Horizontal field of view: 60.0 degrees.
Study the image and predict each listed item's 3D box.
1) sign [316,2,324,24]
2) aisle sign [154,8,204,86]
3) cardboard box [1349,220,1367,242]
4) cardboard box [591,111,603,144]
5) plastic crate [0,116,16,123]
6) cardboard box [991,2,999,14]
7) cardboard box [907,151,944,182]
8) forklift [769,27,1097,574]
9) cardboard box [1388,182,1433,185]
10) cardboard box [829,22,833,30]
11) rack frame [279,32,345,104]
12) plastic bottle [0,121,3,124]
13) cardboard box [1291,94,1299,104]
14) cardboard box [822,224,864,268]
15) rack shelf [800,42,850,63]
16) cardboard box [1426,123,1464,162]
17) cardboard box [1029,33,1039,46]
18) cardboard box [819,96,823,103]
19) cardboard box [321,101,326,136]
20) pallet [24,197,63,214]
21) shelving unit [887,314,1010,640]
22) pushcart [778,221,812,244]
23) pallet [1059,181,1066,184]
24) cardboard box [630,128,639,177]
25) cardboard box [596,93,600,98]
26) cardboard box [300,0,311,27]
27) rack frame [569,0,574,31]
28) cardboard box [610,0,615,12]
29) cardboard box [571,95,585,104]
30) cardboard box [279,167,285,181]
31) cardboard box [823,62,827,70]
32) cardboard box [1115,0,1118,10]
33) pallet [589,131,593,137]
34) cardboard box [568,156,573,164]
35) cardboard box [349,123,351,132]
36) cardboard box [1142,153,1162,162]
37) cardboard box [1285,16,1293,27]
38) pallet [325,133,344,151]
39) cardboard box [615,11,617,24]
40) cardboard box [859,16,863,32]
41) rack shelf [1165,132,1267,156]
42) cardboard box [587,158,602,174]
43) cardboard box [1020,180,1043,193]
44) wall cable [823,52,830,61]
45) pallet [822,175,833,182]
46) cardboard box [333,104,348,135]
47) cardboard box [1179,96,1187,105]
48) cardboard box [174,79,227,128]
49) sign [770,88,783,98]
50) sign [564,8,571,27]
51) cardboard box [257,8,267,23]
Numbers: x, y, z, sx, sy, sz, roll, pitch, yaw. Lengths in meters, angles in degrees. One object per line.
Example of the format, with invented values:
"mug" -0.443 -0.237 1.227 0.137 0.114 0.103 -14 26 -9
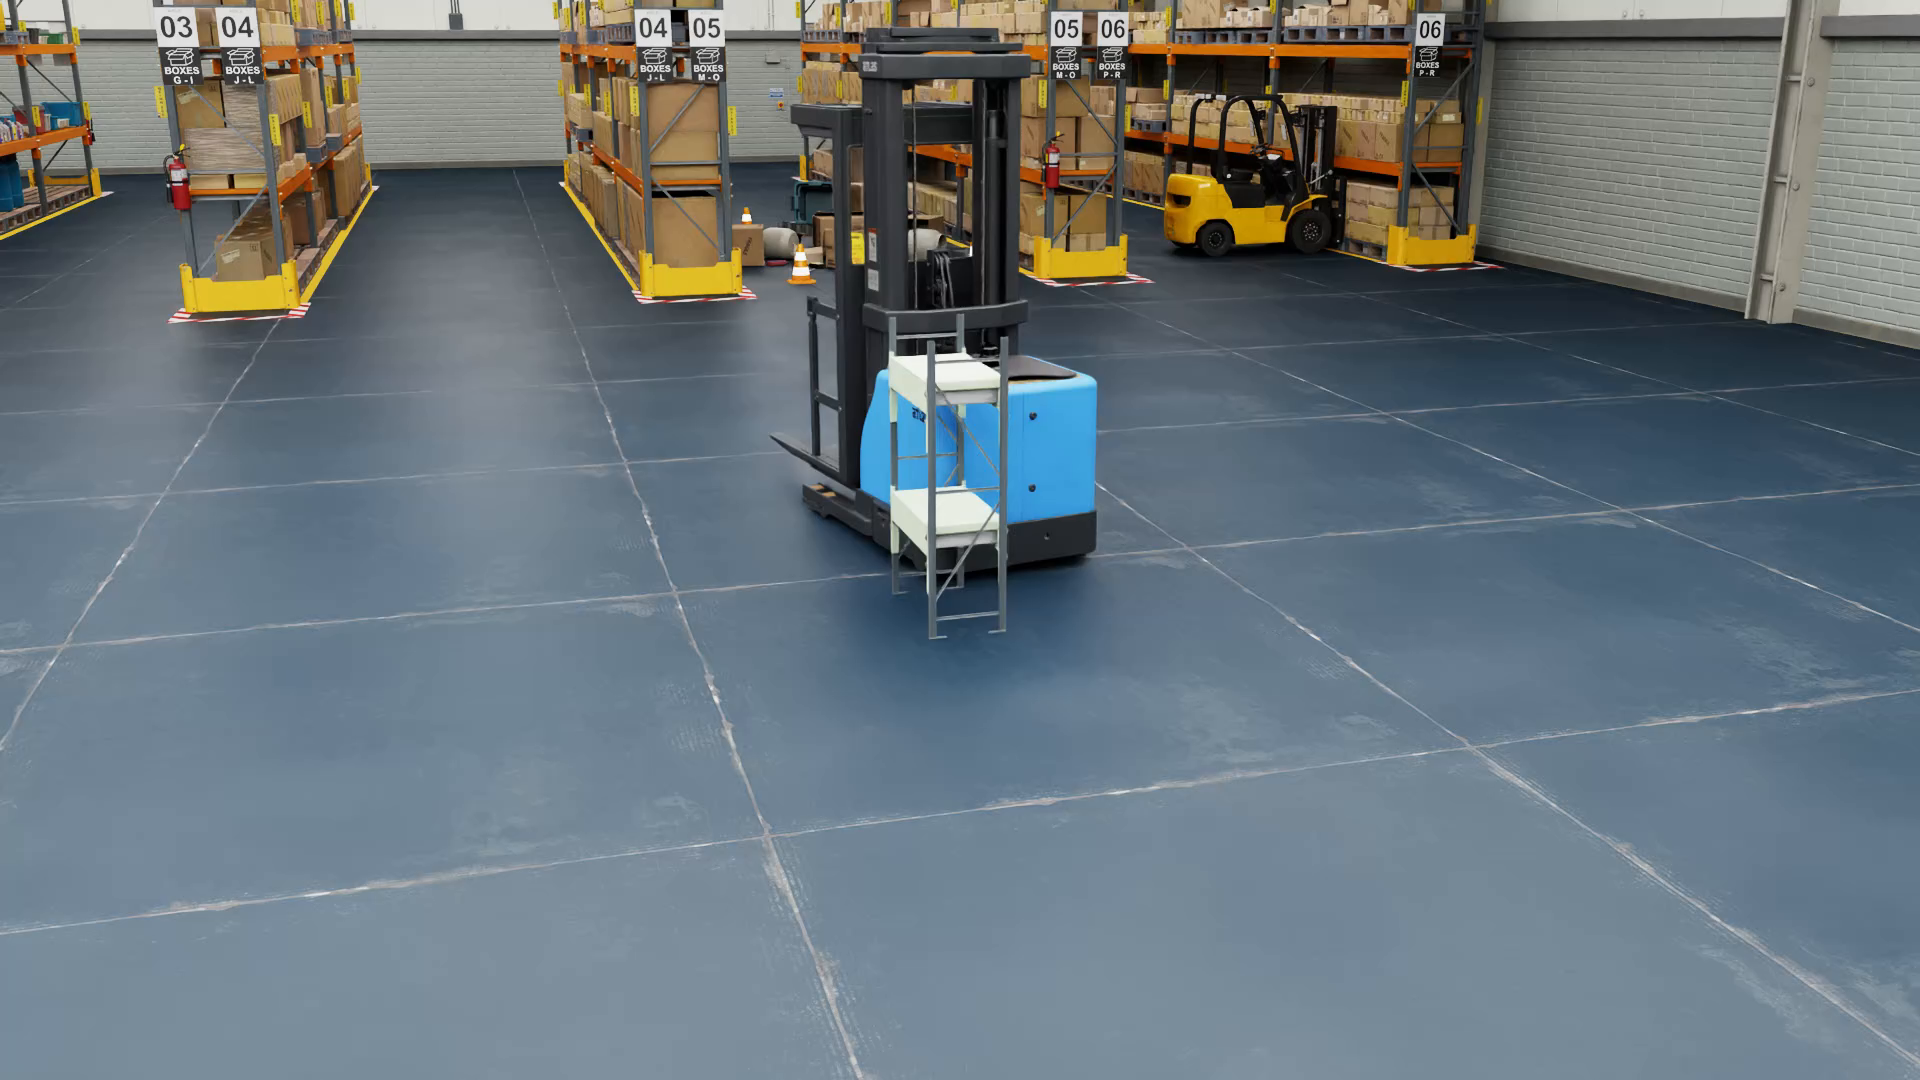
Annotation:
"sign" -9.654 -7.944 25.072 0.100 0.325 0.005 -5 17 -15
"aisle sign" -8.249 -5.209 17.561 0.394 0.787 0.004 -5 17 -15
"cardboard box" 5.762 -4.309 23.134 0.500 0.250 0.500 -5 17 -15
"cardboard box" -5.515 -6.484 26.151 0.500 0.500 0.500 -5 17 -15
"plastic crate" -16.941 -7.446 29.713 0.416 0.233 0.300 -5 17 -15
"cardboard box" 0.635 -7.124 22.291 0.380 0.149 0.250 -5 17 -16
"cardboard box" -0.758 -6.382 28.949 0.875 0.875 0.875 -5 17 -16
"forklift" -0.345 -1.592 10.156 1.130 2.935 3.031 -8 19 -26
"cardboard box" 6.232 -4.831 23.132 0.500 0.250 0.500 -5 17 -15
"cardboard box" -2.303 -9.897 32.006 0.380 0.149 0.250 -4 17 -14
"rack frame" -11.275 -7.324 29.121 1.000 3.000 0.127 -5 17 -15
"plastic bottle" -15.609 -6.669 27.026 0.144 0.351 0.185 -5 17 -15
"cardboard box" 5.201 -6.614 24.938 0.380 0.149 0.250 -4 17 -14
"cardboard box" -1.366 -3.878 21.989 0.637 0.503 0.797 11 20 32
"rack shelf" -2.296 -9.753 33.243 1.077 0.370 4.000 -5 17 -15
"cardboard box" 6.453 -5.389 22.504 0.500 0.500 0.500 -4 17 -13
"cardboard box" 1.084 -6.247 20.759 0.380 0.149 0.250 -5 17 -15
"cardboard box" -2.548 -8.689 33.492 0.500 0.500 0.500 -4 17 -13
"cardboard box" -9.740 -6.174 24.388 0.700 0.500 0.500 -2 17 -7
"pallet" -16.277 -5.797 28.885 1.003 0.211 1.213 -5 17 -15
"shelving unit" -0.067 -0.339 8.473 0.431 1.500 0.755 -5 17 -16
"pushcart" -1.727 -4.445 24.093 1.648 0.377 0.936 -12 20 -34
"pallet" 2.498 -7.694 35.198 1.003 0.211 1.213 -5 17 -15
"cardboard box" -3.498 -4.690 20.092 0.875 0.550 0.550 -5 17 -15
"cardboard box" -6.883 -7.990 30.647 0.500 0.500 0.500 -5 17 -15
"cardboard box" -9.532 -7.550 23.617 0.500 0.500 0.500 -4 17 -14
"rack frame" -6.479 -10.562 29.470 1.000 3.000 0.127 -5 17 -15
"cardboard box" -4.136 -6.795 20.986 0.500 0.250 0.500 -5 17 -16
"cardboard box" -6.525 -7.621 28.782 0.380 0.149 0.250 -5 17 -16
"cardboard box" -8.082 -4.260 19.358 0.380 0.149 0.250 -5 17 -15
"cardboard box" -2.510 -9.431 33.094 0.380 0.149 0.250 -5 17 -15
"cardboard box" 3.175 -10.328 32.203 0.396 0.266 0.258 -5 17 -16
"pallet" -5.963 -7.034 28.489 1.003 0.211 1.213 -5 17 -15
"cardboard box" -7.623 -7.597 33.221 0.380 0.149 0.250 -5 17 -15
"cardboard box" -11.109 -7.385 29.759 0.380 0.149 0.250 -5 18 -17
"cardboard box" 3.581 -7.052 30.702 0.380 0.149 0.250 -4 17 -14
"cardboard box" 5.055 -7.705 24.709 0.380 0.149 0.250 -4 17 -14
"pallet" -9.878 -5.937 24.837 1.213 0.211 1.003 -5 17 -15
"cardboard box" -4.089 -6.492 20.671 0.380 0.149 0.250 -4 17 -15
"cardboard box" -1.581 -9.148 29.482 0.396 0.266 0.258 -3 17 -11
"rack shelf" 4.674 -6.497 27.617 1.077 0.370 4.000 -5 17 -15
"cardboard box" -5.969 -6.252 27.864 0.500 0.250 0.500 -4 17 -14
"cardboard box" 0.915 -4.640 21.802 0.380 0.149 0.250 -4 17 -14
"wall cable" -3.058 -11.374 40.837 0.588 1.984 0.122 -5 17 -15
"pallet" -2.219 -7.327 33.977 1.003 0.211 1.213 -5 17 -15
"cardboard box" -10.884 -7.264 28.748 0.500 0.500 0.500 -5 17 -15
"cardboard box" 4.003 -7.568 28.631 0.380 0.149 0.250 -4 17 -14
"cardboard box" -8.366 -4.807 18.311 0.500 0.500 0.500 -5 17 -15
"sign" -4.481 -10.914 40.604 0.327 0.218 0.001 -5 17 -15
"sign" -6.998 -9.328 29.677 0.100 0.325 0.005 -5 17 -15
"cardboard box" -7.809 -5.734 18.182 0.380 0.149 0.250 -4 17 -14
